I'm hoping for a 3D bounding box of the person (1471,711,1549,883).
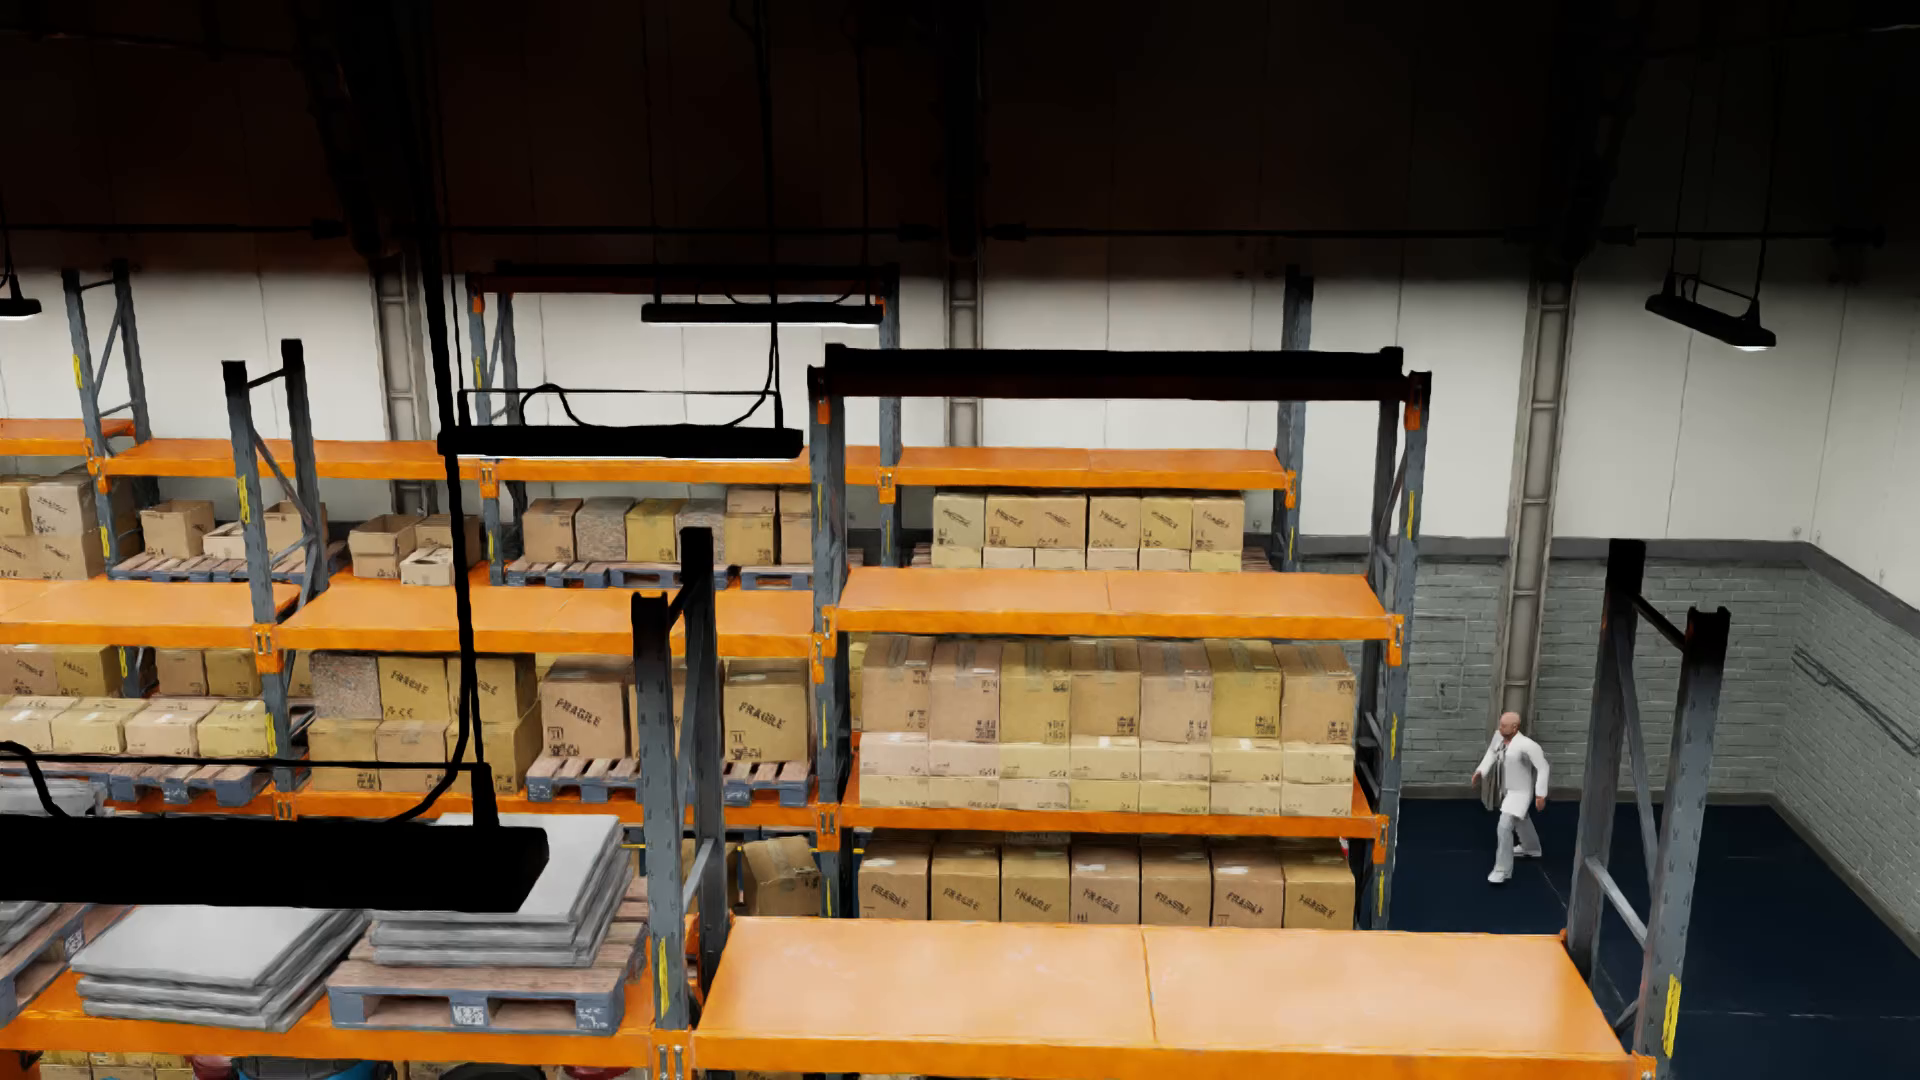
[{"bbox_3d":[5.631,2.524,16.812,0.905,1.712,0.735,-4,17,-13],"label":"person"}]
